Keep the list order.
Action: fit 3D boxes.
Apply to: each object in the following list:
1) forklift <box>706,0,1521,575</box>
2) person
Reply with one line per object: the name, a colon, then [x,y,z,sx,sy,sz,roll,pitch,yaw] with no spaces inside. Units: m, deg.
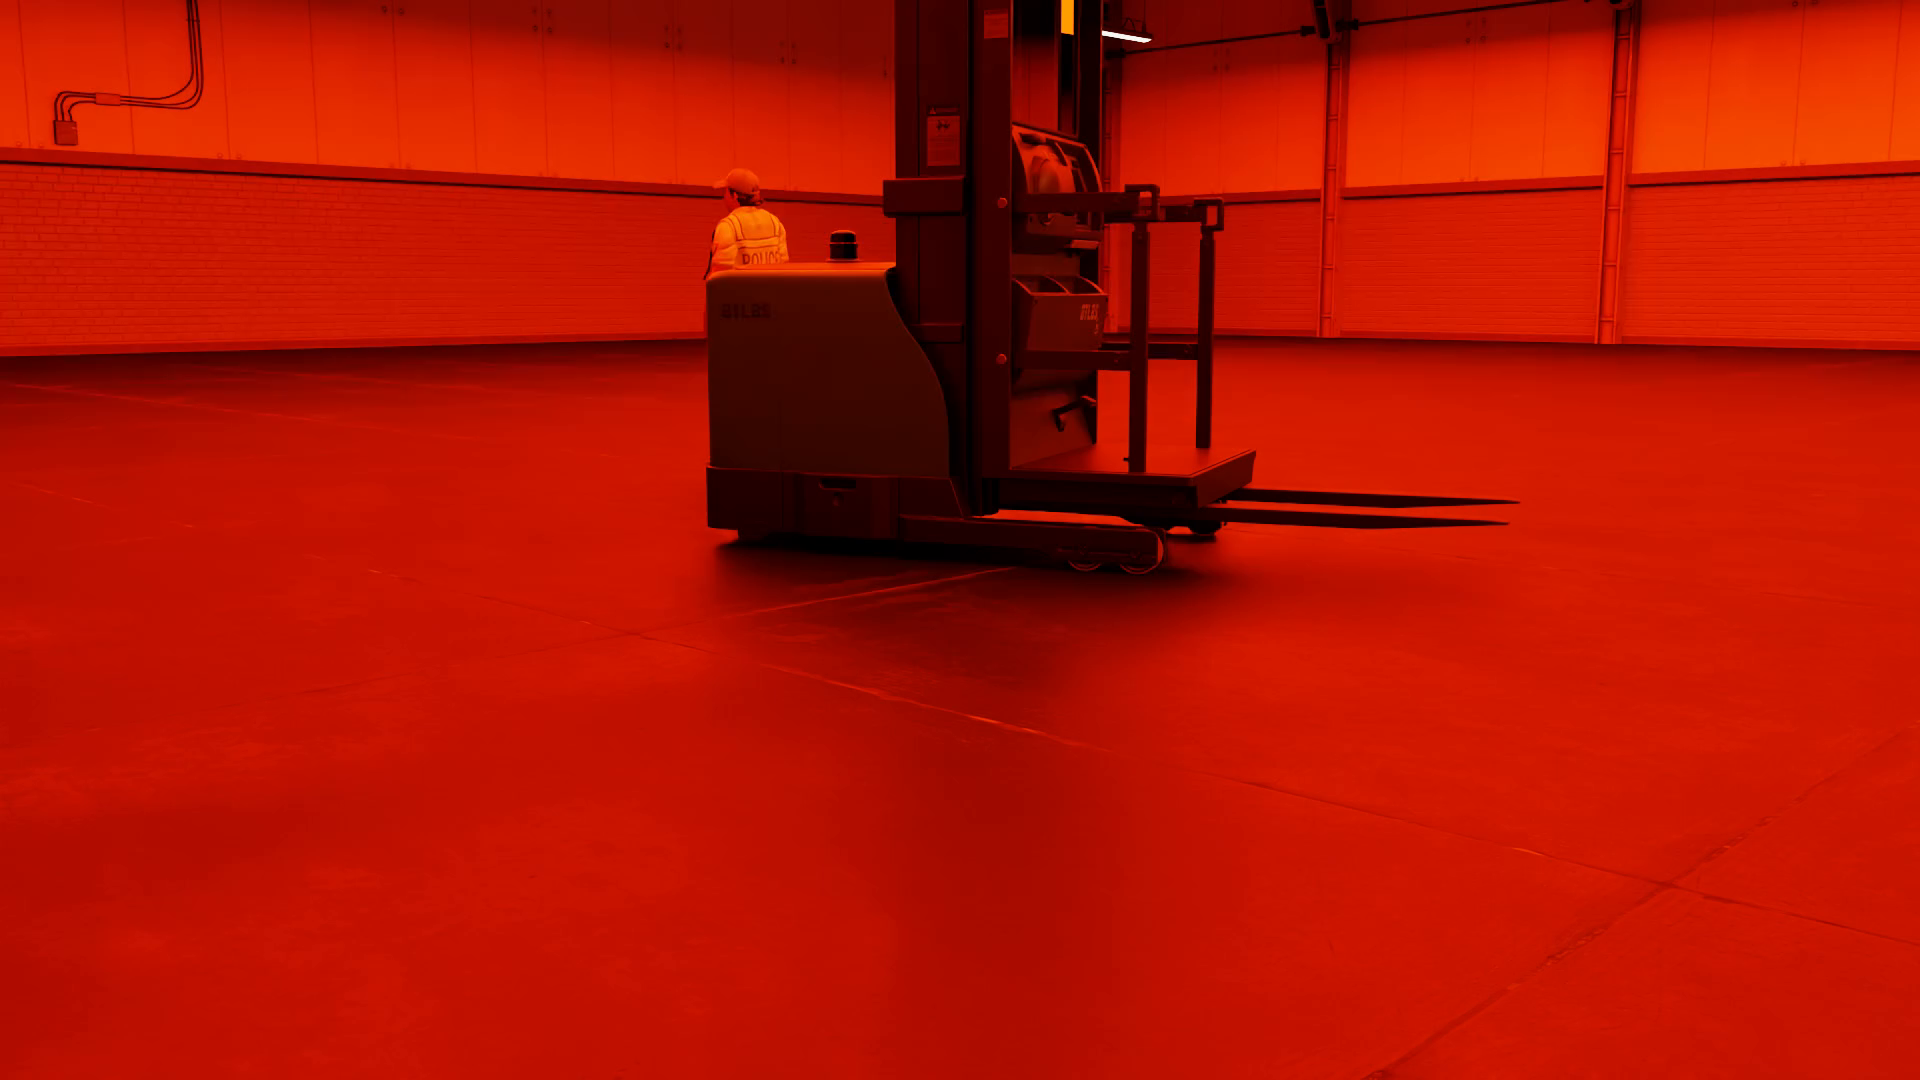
forklift: [0.565,-1.416,6.275,3.031,2.935,1.130,3,9,22]
person: [-1.267,-1.271,9.545,0.516,1.675,0.583,8,12,44]
